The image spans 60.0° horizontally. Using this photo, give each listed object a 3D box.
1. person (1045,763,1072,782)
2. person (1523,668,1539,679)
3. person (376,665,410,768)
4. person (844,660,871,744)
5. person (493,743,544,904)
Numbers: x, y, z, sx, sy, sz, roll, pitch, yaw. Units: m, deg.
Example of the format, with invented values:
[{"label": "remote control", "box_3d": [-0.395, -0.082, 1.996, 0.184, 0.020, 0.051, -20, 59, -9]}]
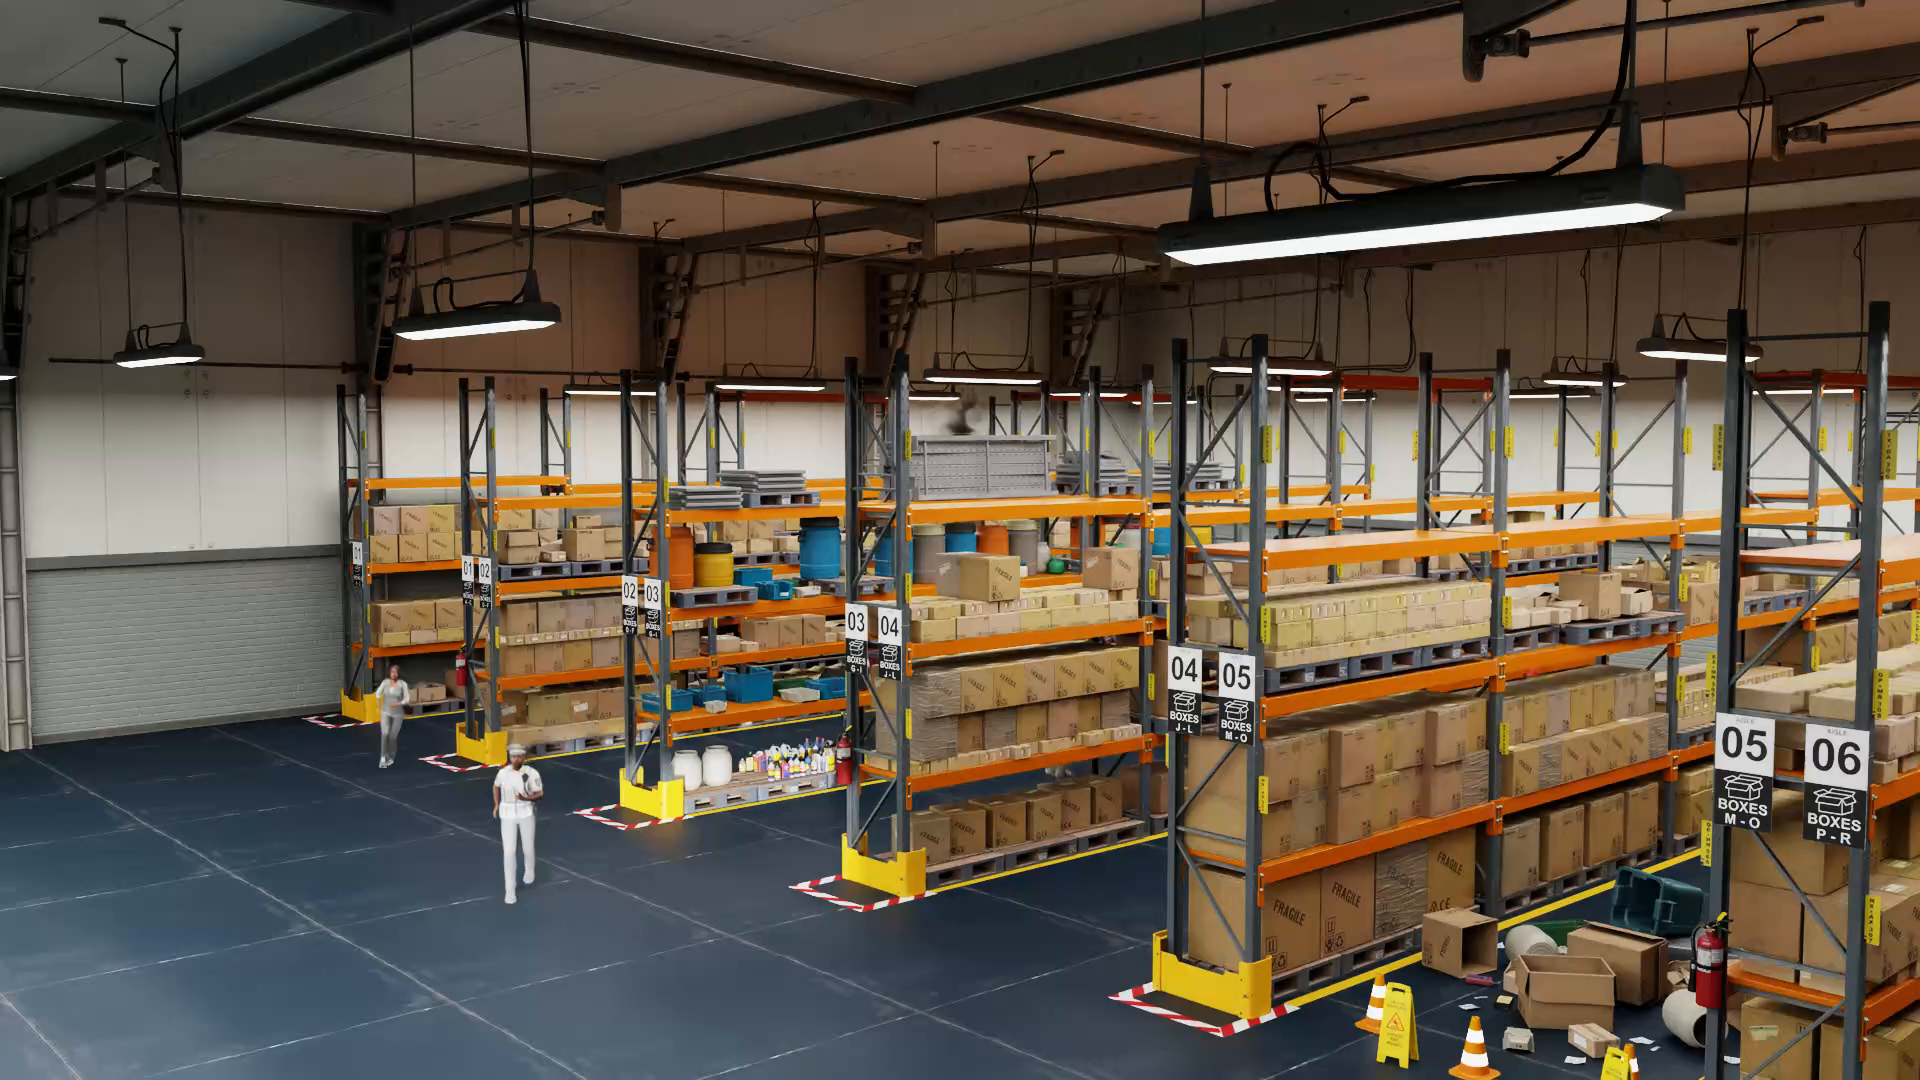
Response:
[{"label": "person", "box_3d": [1.428, 2.840, 22.960, 0.629, 1.644, 0.543, 4, 5, 44]}, {"label": "person", "box_3d": [8.177, 2.718, 23.870, 0.660, 1.775, 0.857, 3, 5, 39]}, {"label": "person", "box_3d": [-8.697, 2.693, 25.476, 0.523, 1.563, 0.582, -1, 4, -13]}, {"label": "person", "box_3d": [-1.744, 2.509, 27.160, 0.592, 1.732, 0.639, -3, 5, -42]}, {"label": "person", "box_3d": [-4.904, 3.084, 18.453, 0.572, 1.694, 0.916, -1, 4, -10]}]
